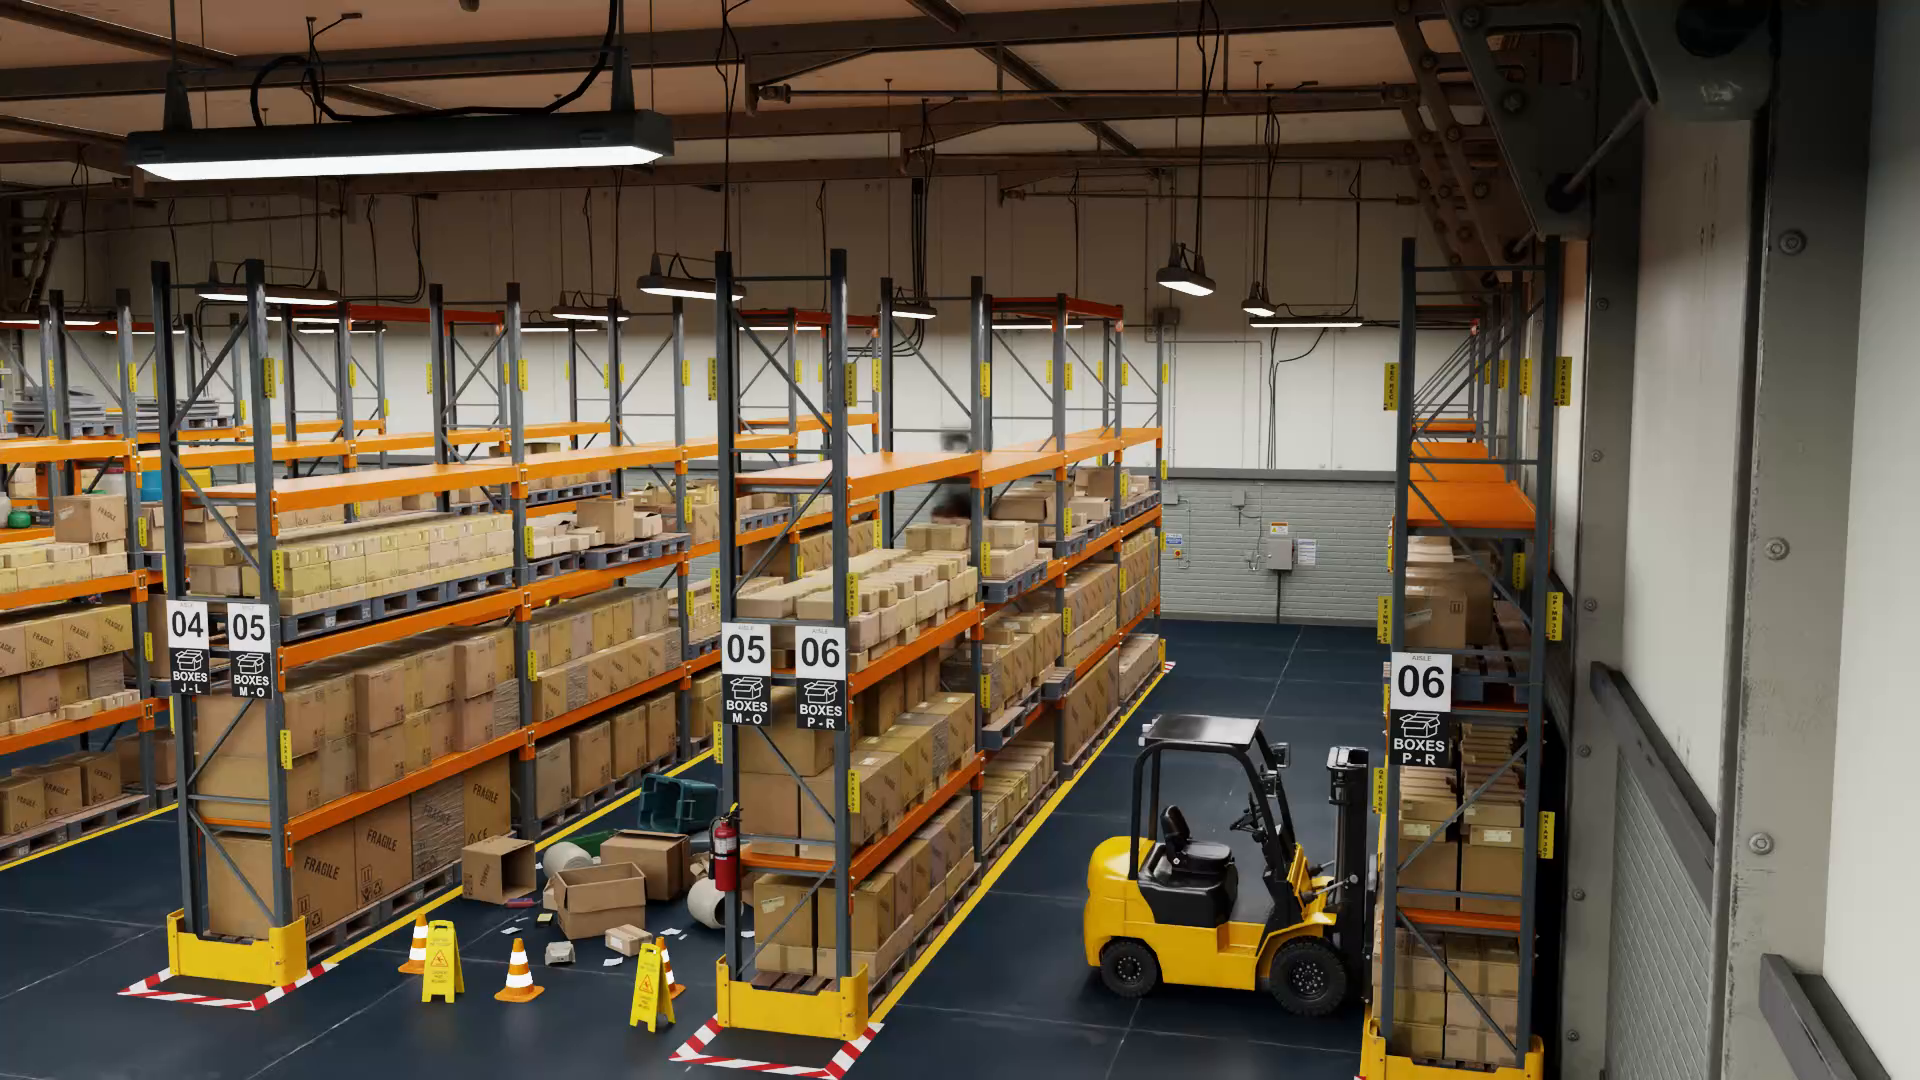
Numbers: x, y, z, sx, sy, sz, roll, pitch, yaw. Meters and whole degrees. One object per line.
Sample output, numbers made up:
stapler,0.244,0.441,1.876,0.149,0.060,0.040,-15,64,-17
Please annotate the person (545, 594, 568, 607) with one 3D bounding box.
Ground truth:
person,-6.243,1.563,26.013,0.663,1.834,0.980,2,6,15
